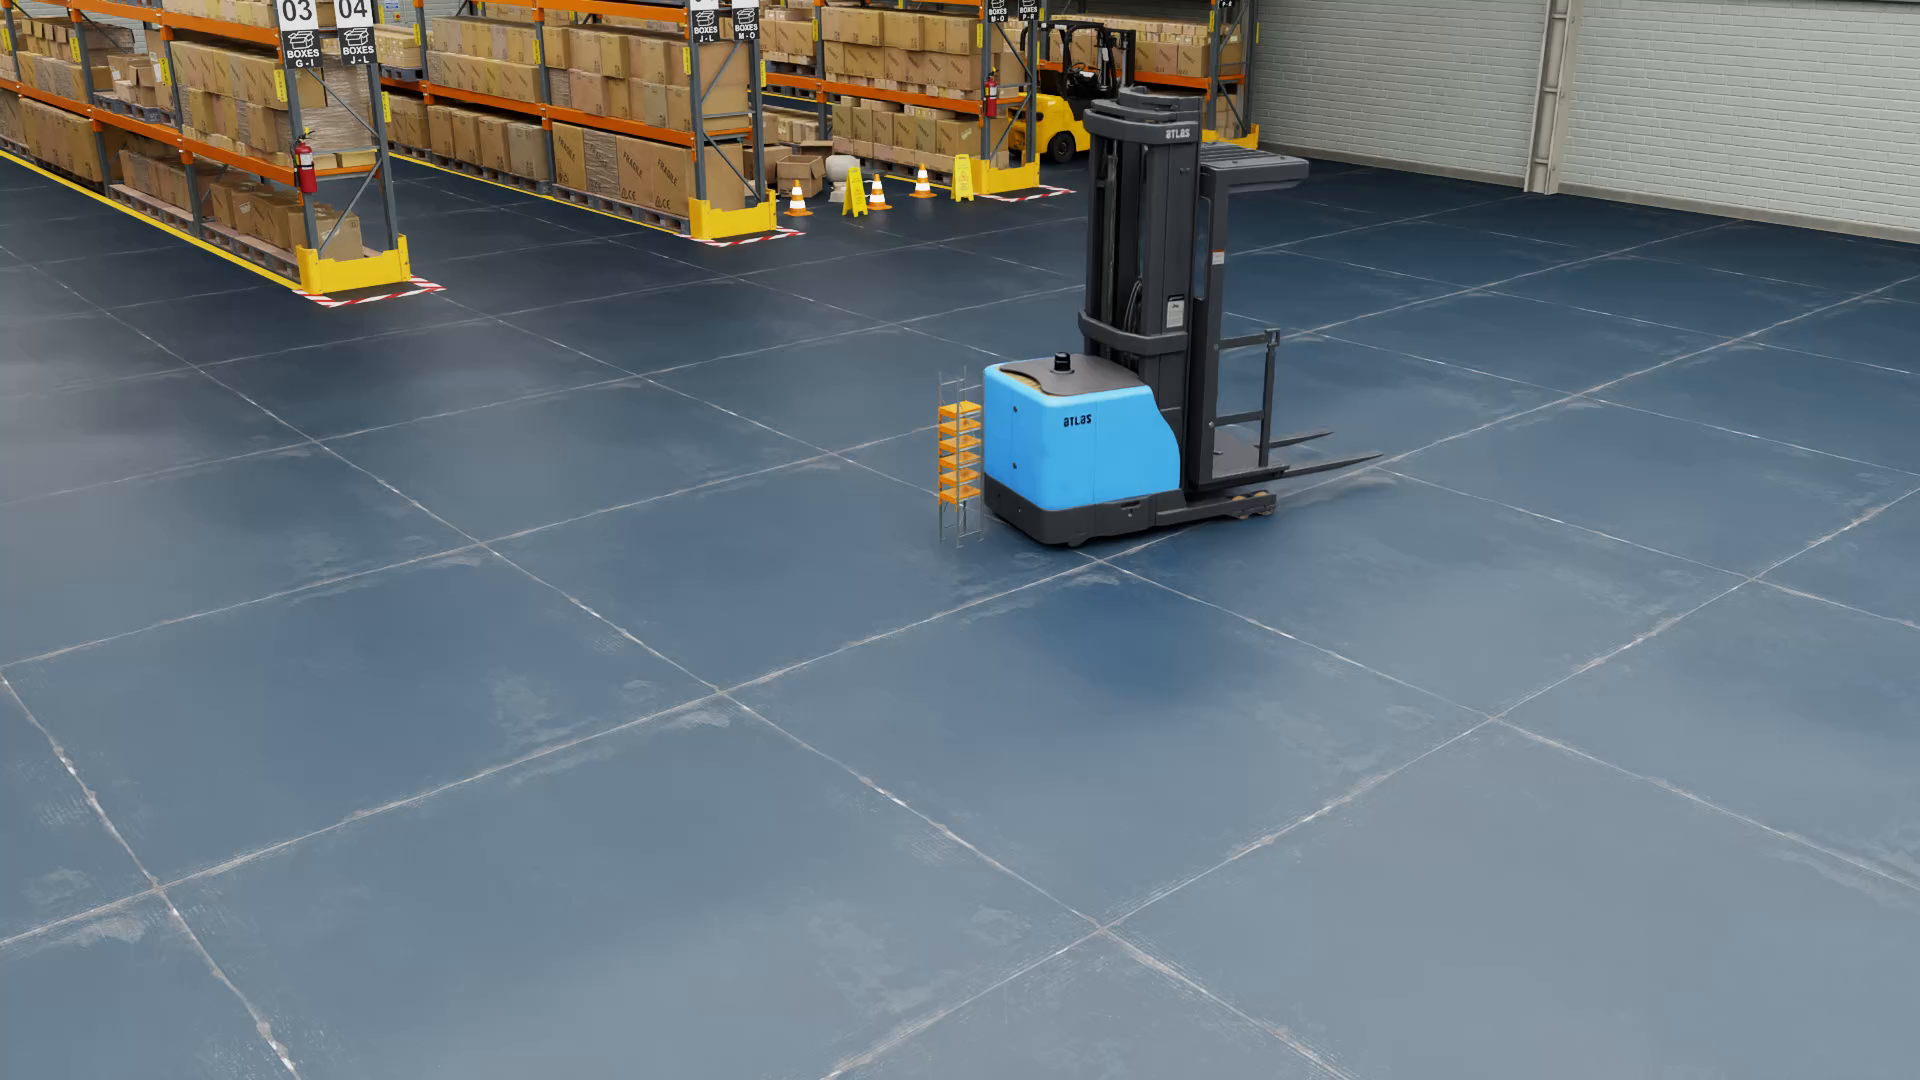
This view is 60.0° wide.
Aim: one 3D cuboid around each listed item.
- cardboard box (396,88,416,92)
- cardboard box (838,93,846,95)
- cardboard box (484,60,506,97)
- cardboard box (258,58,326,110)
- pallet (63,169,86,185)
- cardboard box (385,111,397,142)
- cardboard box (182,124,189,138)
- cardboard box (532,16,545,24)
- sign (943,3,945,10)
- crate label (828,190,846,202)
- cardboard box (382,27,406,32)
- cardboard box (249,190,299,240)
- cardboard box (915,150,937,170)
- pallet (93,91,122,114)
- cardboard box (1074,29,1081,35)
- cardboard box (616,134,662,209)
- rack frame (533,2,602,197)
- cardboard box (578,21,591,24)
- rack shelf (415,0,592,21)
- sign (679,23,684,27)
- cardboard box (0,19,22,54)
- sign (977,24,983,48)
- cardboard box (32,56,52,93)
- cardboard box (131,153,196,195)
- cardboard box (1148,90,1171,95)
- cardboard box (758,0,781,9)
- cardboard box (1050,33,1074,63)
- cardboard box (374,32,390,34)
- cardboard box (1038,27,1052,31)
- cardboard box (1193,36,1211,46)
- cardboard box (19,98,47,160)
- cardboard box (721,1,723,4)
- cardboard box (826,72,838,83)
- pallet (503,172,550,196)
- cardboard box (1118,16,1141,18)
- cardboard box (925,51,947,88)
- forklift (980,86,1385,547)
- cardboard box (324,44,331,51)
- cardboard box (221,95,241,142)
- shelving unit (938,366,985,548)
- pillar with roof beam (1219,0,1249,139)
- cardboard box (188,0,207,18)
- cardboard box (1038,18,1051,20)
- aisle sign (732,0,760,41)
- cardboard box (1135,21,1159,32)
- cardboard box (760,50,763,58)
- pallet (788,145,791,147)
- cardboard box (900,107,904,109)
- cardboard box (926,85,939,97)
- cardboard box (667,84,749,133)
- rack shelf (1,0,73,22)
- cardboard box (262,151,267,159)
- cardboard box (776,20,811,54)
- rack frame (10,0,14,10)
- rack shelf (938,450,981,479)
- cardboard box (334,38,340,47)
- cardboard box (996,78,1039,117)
[{"bbox_3d":[-9.442,-7.687,28.820,0.500,0.250,0.500,-19,28,-40],"label":"cardboard box"},{"bbox_3d":[-2.202,-9.544,34.591,0.500,0.500,0.500,-19,28,-39],"label":"cardboard box"},{"bbox_3d":[-6.782,-6.936,24.942,0.500,0.500,0.500,-17,27,-37],"label":"cardboard box"},{"bbox_3d":[-7.338,-5.015,18.259,0.500,0.500,0.500,-17,27,-37],"label":"cardboard box"},{"bbox_3d":[-13.263,-5.756,25.890,1.003,0.211,1.213,-17,27,-37],"label":"pallet"},{"bbox_3d":[-9.511,-7.072,28.279,0.500,0.500,0.500,-19,28,-40],"label":"cardboard box"},{"bbox_3d":[-9.490,-5.129,20.809,0.380,0.149,0.250,-17,27,-37],"label":"cardboard box"},{"bbox_3d":[-8.292,-10.336,33.623,0.500,0.500,0.500,-18,28,-38],"label":"cardboard box"},{"bbox_3d":[-0.329,-10.696,33.091,0.100,0.325,0.005,-17,27,-37],"label":"sign"},{"bbox_3d":[-1.721,-4.954,23.943,0.298,0.136,0.250,7,23,18],"label":"crate label"},{"bbox_3d":[-9.718,-8.744,28.648,0.380,0.149,0.250,-19,28,-39],"label":"cardboard box"},{"bbox_3d":[-8.327,-3.979,20.381,0.500,0.500,0.500,19,29,40],"label":"cardboard box"},{"bbox_3d":[-0.347,-5.850,25.501,0.500,0.250,0.500,-17,27,-37],"label":"cardboard box"},{"bbox_3d":[-11.467,-6.221,23.517,1.213,0.211,1.003,-17,27,-37],"label":"pallet"},{"bbox_3d":[2.233,-8.980,29.271,0.380,0.149,0.250,-18,27,-38],"label":"cardboard box"},{"bbox_3d":[-4.036,-5.045,22.588,0.875,0.875,0.875,-18,28,-38],"label":"cardboard box"},{"bbox_3d":[-5.579,-6.529,24.041,1.000,3.000,0.127,-17,27,-37],"label":"rack frame"},{"bbox_3d":[-7.043,-9.920,32.219,0.500,0.250,0.500,-18,28,-39],"label":"cardboard box"},{"bbox_3d":[-6.884,-8.144,25.036,1.077,0.370,4.000,-17,27,-37],"label":"rack shelf"},{"bbox_3d":[-4.924,-9.247,29.392,0.100,0.325,0.005,-17,27,-37],"label":"sign"},{"bbox_3d":[-15.451,-8.207,27.095,0.500,0.500,0.500,-17,27,-37],"label":"cardboard box"},{"bbox_3d":[0.283,-7.190,23.708,0.100,0.325,0.005,-17,27,-37],"label":"sign"},{"bbox_3d":[-13.858,-7.170,25.539,0.500,0.500,0.500,-18,28,-39],"label":"cardboard box"},{"bbox_3d":[-11.189,-5.192,23.451,0.500,0.500,0.700,20,29,41],"label":"cardboard box"},{"bbox_3d":[3.263,-7.524,28.403,0.500,0.250,0.500,-17,27,-37],"label":"cardboard box"},{"bbox_3d":[-4.129,-12.021,36.832,0.500,0.500,0.500,-18,28,-39],"label":"cardboard box"},{"bbox_3d":[1.955,-8.780,29.651,0.500,0.500,0.500,-18,28,-39],"label":"cardboard box"},{"bbox_3d":[-9.699,-8.374,27.704,0.380,0.149,0.250,-16,26,-35],"label":"cardboard box"},{"bbox_3d":[1.472,-9.308,30.110,0.380,0.149,0.250,-16,27,-36],"label":"cardboard box"},{"bbox_3d":[4.036,-8.191,27.257,0.380,0.149,0.250,-17,27,-37],"label":"cardboard box"},{"bbox_3d":[-14.191,-6.621,26.613,1.225,0.875,0.875,-17,27,-37],"label":"cardboard box"},{"bbox_3d":[-4.642,-9.547,30.239,0.500,0.500,0.500,-19,28,-39],"label":"cardboard box"},{"bbox_3d":[-1.932,-7.455,26.750,0.380,0.149,0.250,-18,27,-38],"label":"cardboard box"},{"bbox_3d":[-6.140,-5.426,25.048,1.003,0.211,1.213,-17,27,-37],"label":"pallet"},{"bbox_3d":[2.981,-9.109,29.194,0.380,0.149,0.250,-18,28,-38],"label":"cardboard box"},{"bbox_3d":[-0.170,-7.039,24.799,0.500,0.500,0.500,-17,27,-37],"label":"cardboard box"},{"bbox_3d":[1.700,-1.672,11.733,3.031,2.935,1.130,-10,24,-24],"label":"forklift"},{"bbox_3d":[-10.892,-8.600,29.096,0.380,0.149,0.250,-19,28,-40],"label":"cardboard box"},{"bbox_3d":[-8.158,-5.014,19.627,0.875,0.500,0.500,-17,27,-37],"label":"cardboard box"},{"bbox_3d":[0.009,-0.555,11.255,0.258,1.200,0.189,-17,27,-37],"label":"shelving unit"},{"bbox_3d":[1.441,-9.989,24.647,9.100,9.000,0.400,-17,27,-37],"label":"pillar with roof beam"},{"bbox_3d":[-8.637,-6.233,19.378,0.500,0.250,0.500,-19,28,-39],"label":"cardboard box"},{"bbox_3d":[1.498,-9.571,30.780,0.380,0.149,0.250,-18,27,-38],"label":"cardboard box"},{"bbox_3d":[-2.694,-6.686,20.878,0.394,0.787,0.004,-17,27,-37],"label":"aisle sign"},{"bbox_3d":[3.172,-8.678,28.092,0.380,0.149,0.250,-17,27,-36],"label":"cardboard box"},{"bbox_3d":[-3.189,-8.273,28.262,0.380,0.149,0.250,-19,28,-39],"label":"cardboard box"},{"bbox_3d":[-3.205,-6.989,29.039,1.003,0.211,1.213,-17,27,-37],"label":"pallet"},{"bbox_3d":[-0.638,-6.620,26.438,0.500,0.500,0.500,-16,26,-35],"label":"cardboard box"},{"bbox_3d":[-0.281,-6.749,24.948,0.380,0.149,0.250,-17,27,-37],"label":"cardboard box"},{"bbox_3d":[-3.244,-5.586,21.427,0.875,0.550,0.550,-17,27,-37],"label":"cardboard box"},{"bbox_3d":[-13.319,-8.096,24.915,1.077,0.370,4.000,-17,27,-37],"label":"rack shelf"},{"bbox_3d":[-7.782,-4.462,19.107,0.380,0.149,0.250,-17,27,-37],"label":"cardboard box"},{"bbox_3d":[-2.695,-8.326,27.508,0.500,0.500,0.500,-17,27,-37],"label":"cardboard box"},{"bbox_3d":[-17.235,-8.692,29.563,1.000,3.000,0.127,-17,27,-37],"label":"rack frame"},{"bbox_3d":[0.009,-0.513,11.271,0.258,0.103,0.180,-17,27,-37],"label":"rack shelf"},{"bbox_3d":[-10.553,-8.596,28.679,0.380,0.149,0.250,-17,27,-36],"label":"cardboard box"},{"bbox_3d":[1.013,-8.366,31.411,0.875,0.625,0.625,-18,28,-38],"label":"cardboard box"}]
